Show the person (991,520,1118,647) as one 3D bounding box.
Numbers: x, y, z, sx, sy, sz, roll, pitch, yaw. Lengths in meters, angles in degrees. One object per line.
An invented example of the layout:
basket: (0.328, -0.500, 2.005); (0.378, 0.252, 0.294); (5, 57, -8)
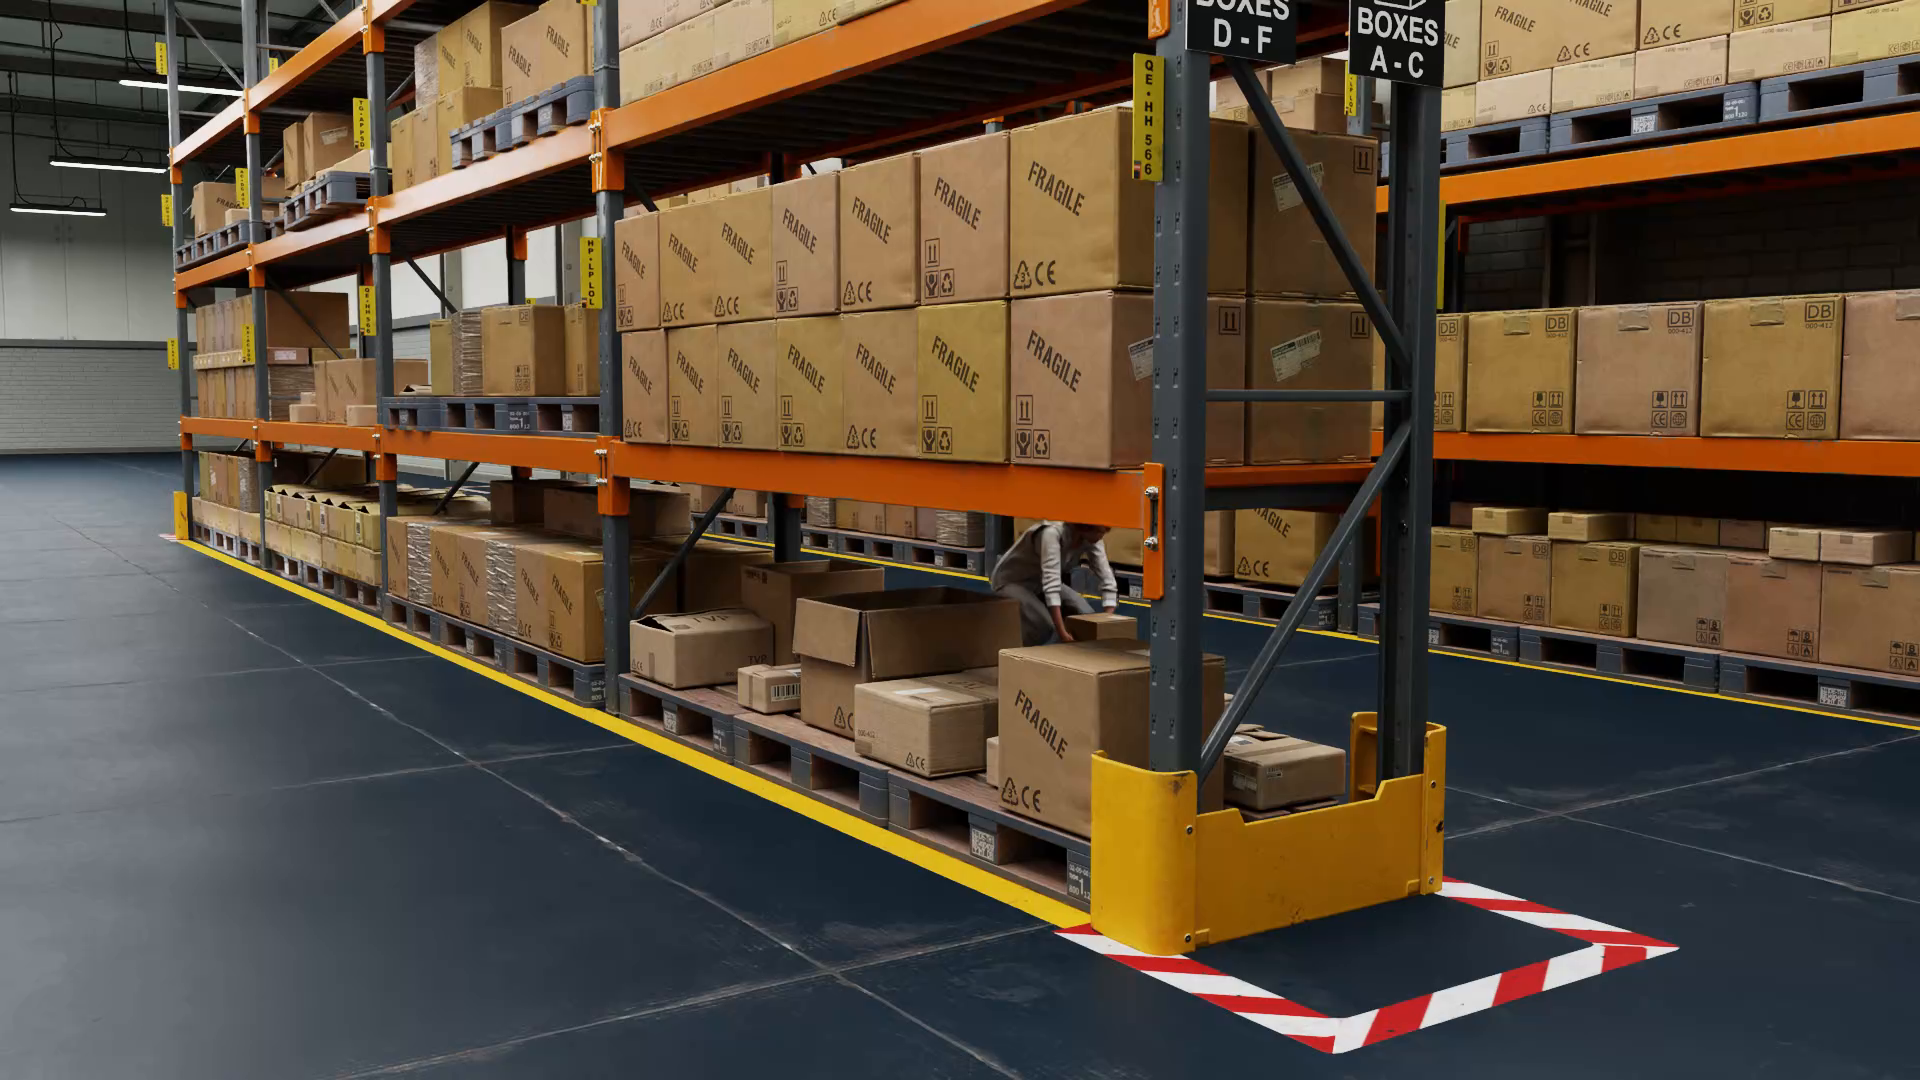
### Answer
person: (0.483, 0.278, 8.343); (0.458, 1.039, 0.755); (-3, 6, -34)
